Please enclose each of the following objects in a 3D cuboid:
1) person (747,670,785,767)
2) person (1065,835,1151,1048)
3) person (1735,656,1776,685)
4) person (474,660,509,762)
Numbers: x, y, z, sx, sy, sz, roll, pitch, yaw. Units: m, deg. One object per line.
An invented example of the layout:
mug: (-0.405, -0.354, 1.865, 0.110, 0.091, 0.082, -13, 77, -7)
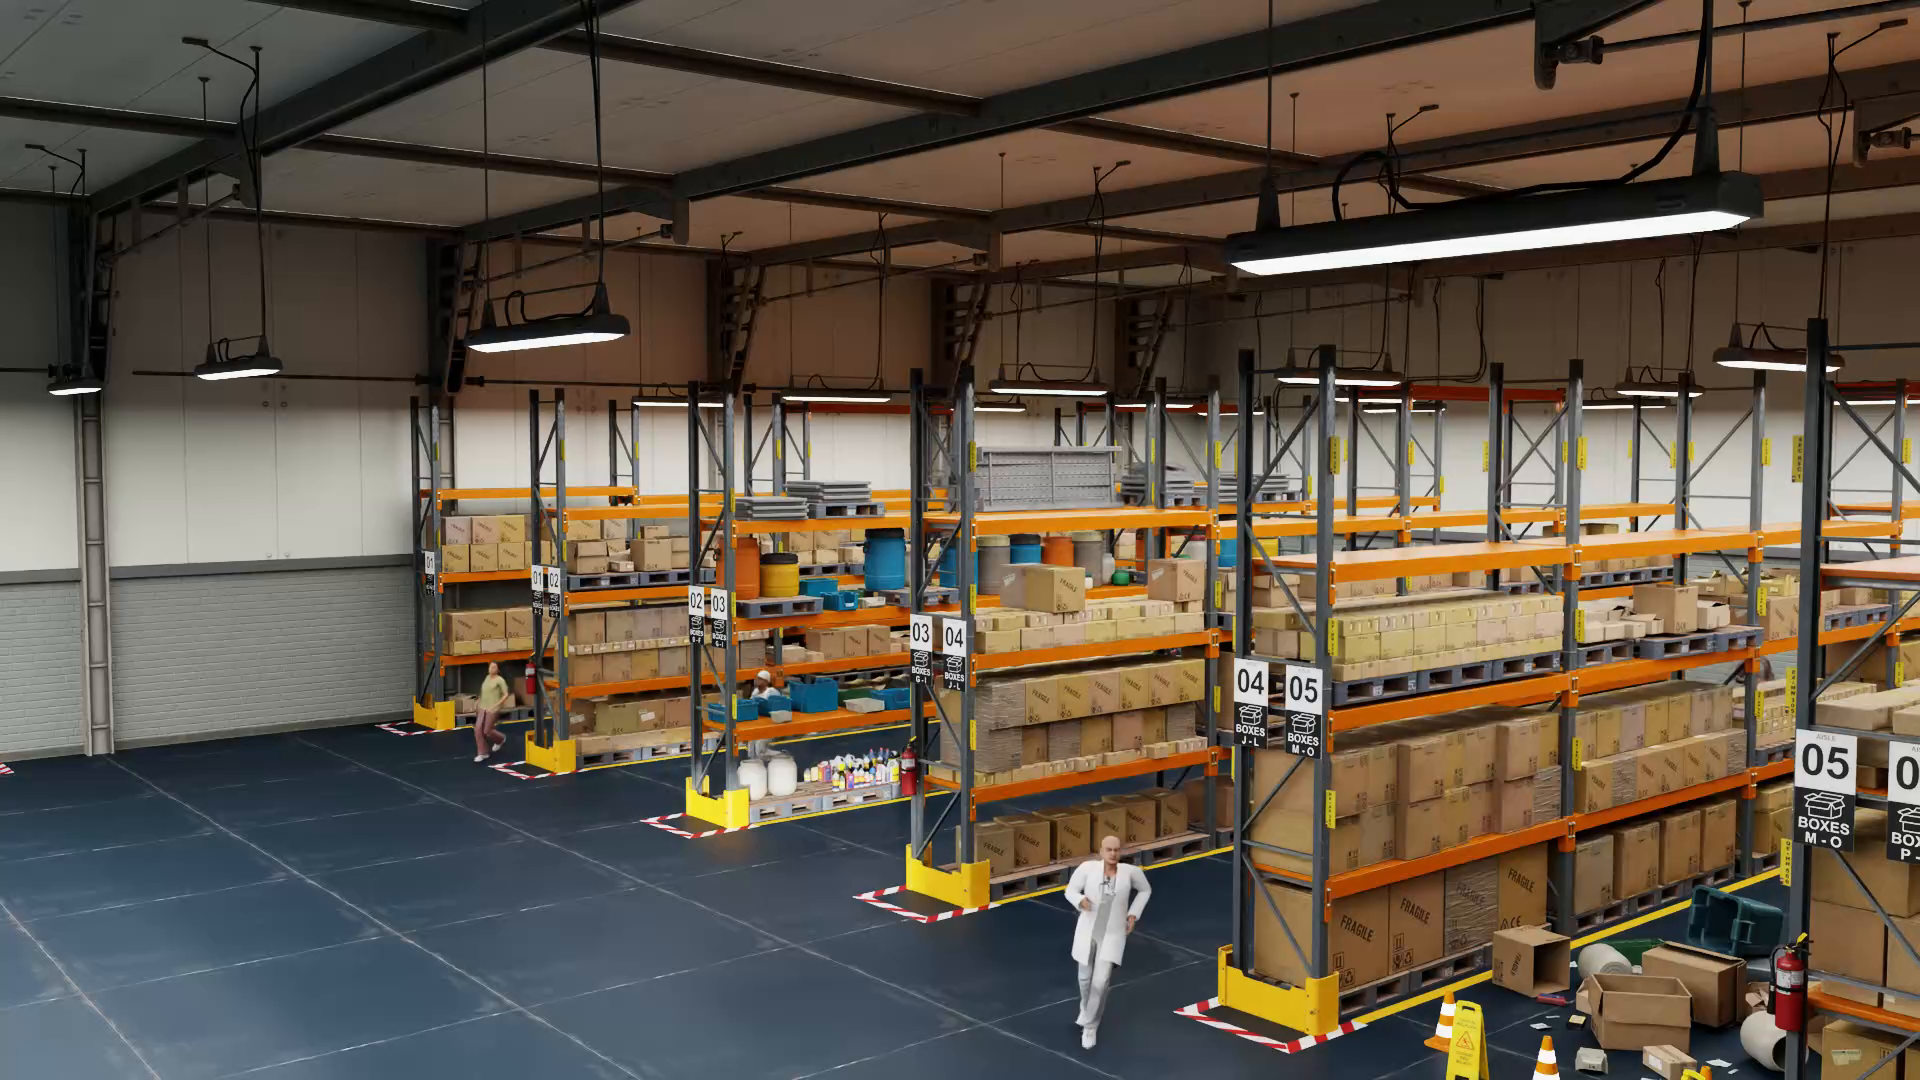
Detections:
person: (-2.961, 2.826, 25.047, 0.569, 1.735, 0.721, -3, 5, -45)
person: (1.262, 3.449, 14.393, 0.713, 1.814, 0.795, 1, 4, 16)
person: (13.485, 2.649, 28.166, 0.730, 1.762, 0.997, 0, 3, 0)
person: (-7.592, 2.762, 27.087, 0.624, 1.641, 0.663, 2, 4, 27)
